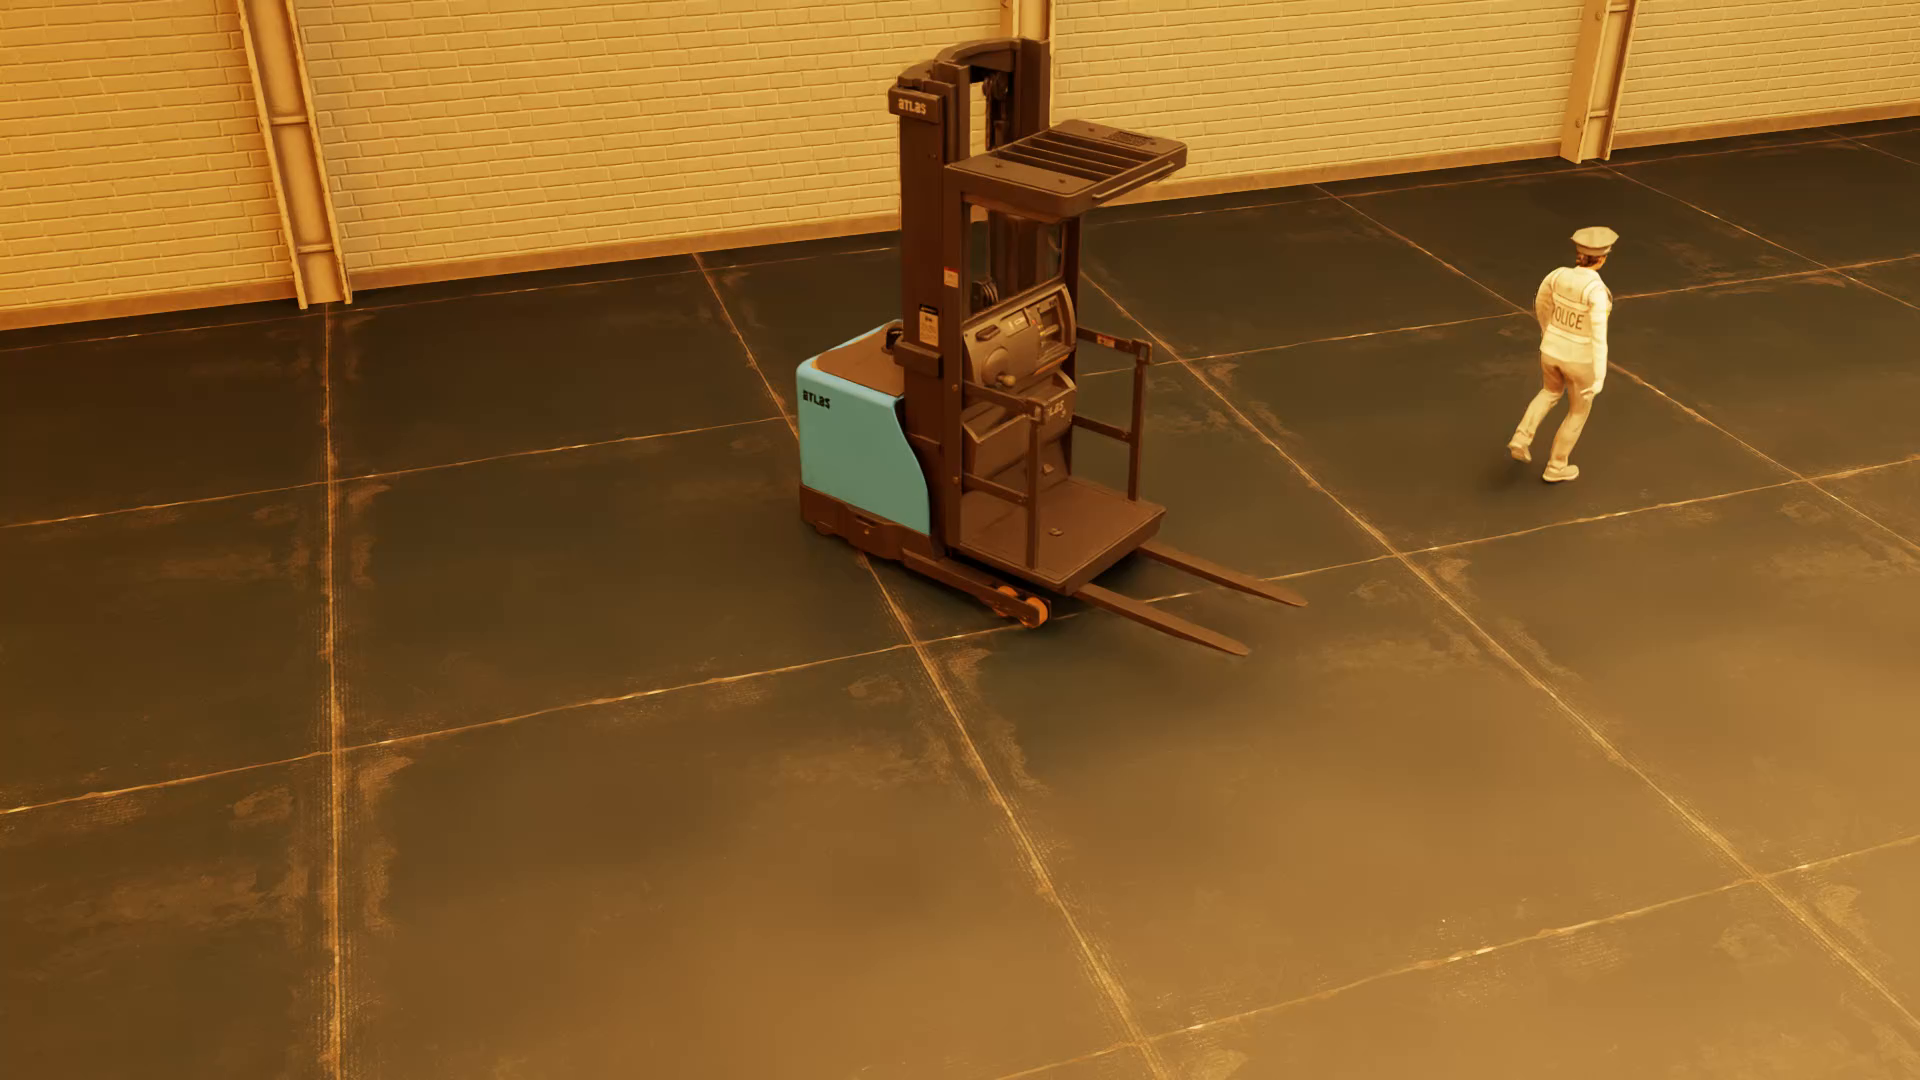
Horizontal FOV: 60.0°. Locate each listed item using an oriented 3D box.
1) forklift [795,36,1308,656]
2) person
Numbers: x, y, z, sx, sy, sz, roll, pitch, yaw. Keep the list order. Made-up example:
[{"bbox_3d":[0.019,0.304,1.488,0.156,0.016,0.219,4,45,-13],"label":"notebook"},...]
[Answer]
[{"bbox_3d":[0.493,-1.084,8.971,3.031,2.935,1.130,22,36,33],"label":"forklift"},{"bbox_3d":[3.773,-1.127,10.339,0.459,1.650,0.673,-18,35,-29],"label":"person"}]
